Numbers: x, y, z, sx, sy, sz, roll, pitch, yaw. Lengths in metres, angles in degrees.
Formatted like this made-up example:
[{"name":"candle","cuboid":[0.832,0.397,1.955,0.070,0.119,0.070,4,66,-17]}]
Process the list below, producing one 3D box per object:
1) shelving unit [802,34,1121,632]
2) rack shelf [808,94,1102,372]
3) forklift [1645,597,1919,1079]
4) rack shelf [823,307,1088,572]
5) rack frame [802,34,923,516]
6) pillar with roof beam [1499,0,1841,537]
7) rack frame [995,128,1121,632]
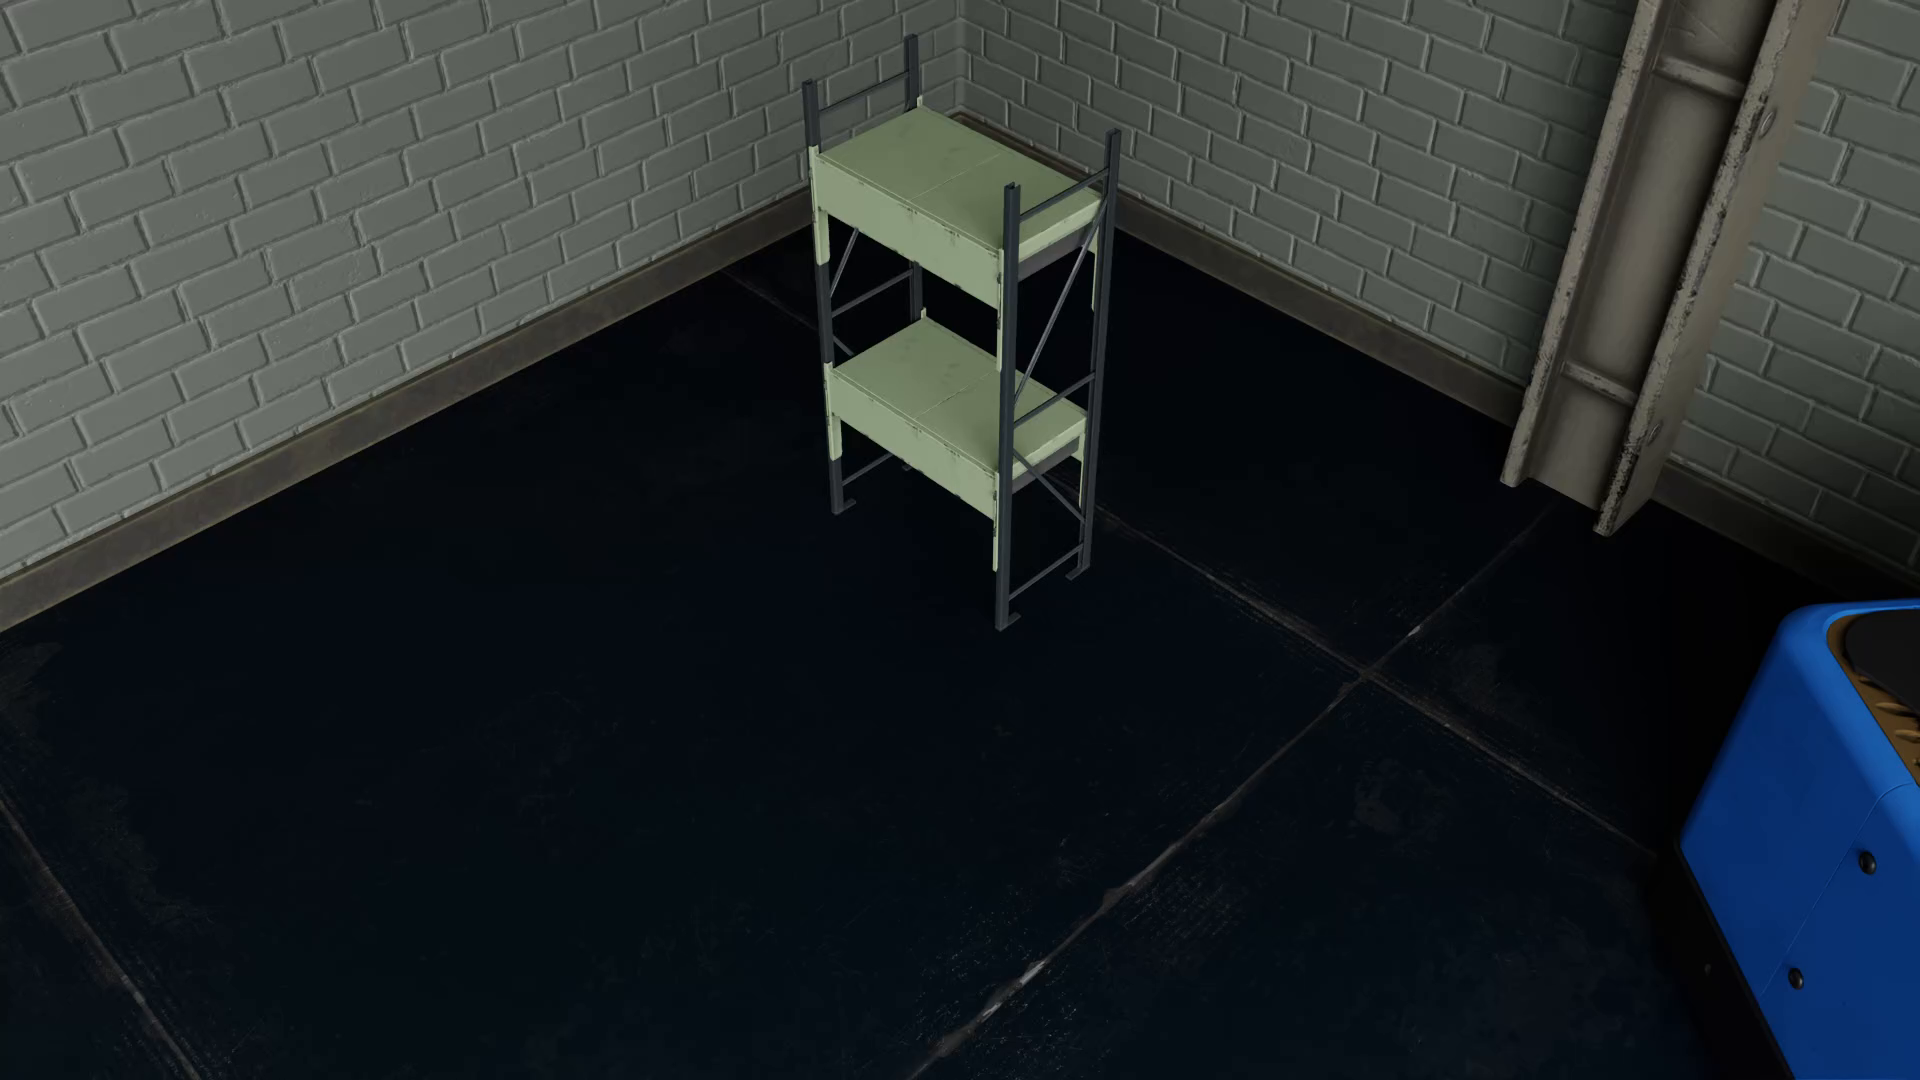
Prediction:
[{"name":"shelving unit","cuboid":[-0.005,-0.554,4.744,0.431,1.500,0.755,-34,53,-31]},{"name":"rack shelf","cuboid":[-0.005,-0.841,4.480,0.431,0.370,0.720,-34,53,-31]},{"name":"forklift","cuboid":[3.262,0.089,2.994,3.031,2.935,1.130,-3,43,-4]},{"name":"rack shelf","cuboid":[-0.005,-0.315,4.966,0.431,0.370,0.720,-34,53,-31]},{"name":"rack frame","cuboid":[-0.263,-0.730,4.935,0.400,1.500,0.023,-34,53,-31]},{"name":"pillar with roof beam","cuboid":[-1.031,-1.418,0.153,9.100,9.000,0.400,-34,53,-31]},{"name":"rack frame","cuboid":[0.254,-0.378,4.554,0.400,1.500,0.023,-34,53,-31]}]
